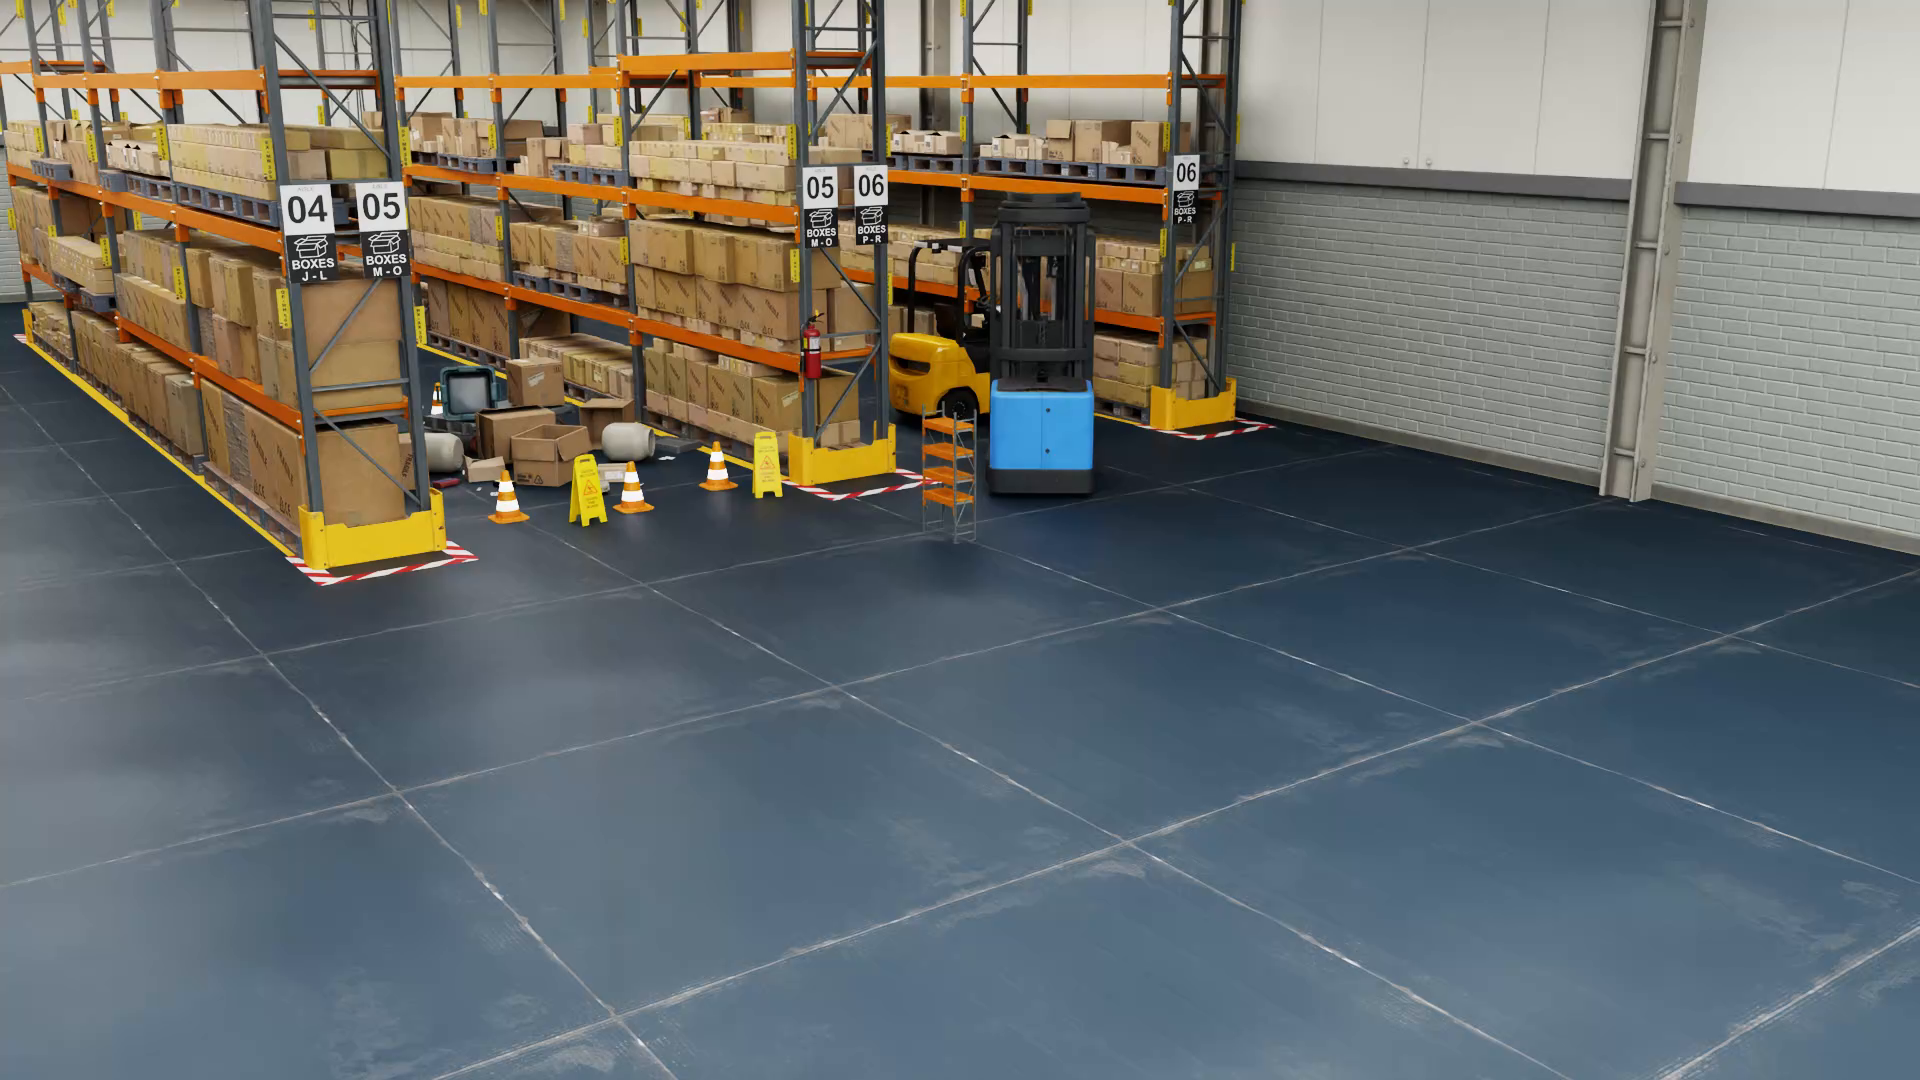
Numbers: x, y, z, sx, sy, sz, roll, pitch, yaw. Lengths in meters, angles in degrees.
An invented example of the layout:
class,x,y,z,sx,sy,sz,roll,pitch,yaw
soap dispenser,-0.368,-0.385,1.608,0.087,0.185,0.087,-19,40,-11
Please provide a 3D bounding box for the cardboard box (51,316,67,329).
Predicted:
class,x,y,z,sx,sy,sz,roll,pitch,yaw
cardboard box,-13.264,-3.242,24.718,0.380,0.149,0.250,-12,19,-37

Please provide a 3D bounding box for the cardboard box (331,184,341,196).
class,x,y,z,sx,sy,sz,roll,pitch,yaw
cardboard box,-5.224,-3.072,14.427,0.380,0.149,0.250,-11,19,-34

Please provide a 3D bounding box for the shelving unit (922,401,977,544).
class,x,y,z,sx,sy,sz,roll,pitch,yaw
shelving unit,-0.097,-0.614,15.047,0.258,1.200,0.503,-11,19,-35

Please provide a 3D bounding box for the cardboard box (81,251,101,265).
class,x,y,z,sx,sy,sz,roll,pitch,yaw
cardboard box,-10.794,-3.538,20.875,0.380,0.149,0.250,-10,18,-33

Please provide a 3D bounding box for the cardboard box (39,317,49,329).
class,x,y,z,sx,sy,sz,roll,pitch,yaw
cardboard box,-14.044,-3.377,25.773,0.380,0.149,0.250,-10,18,-33

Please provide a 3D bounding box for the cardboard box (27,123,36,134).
class,x,y,z,sx,sy,sz,roll,pitch,yaw
cardboard box,-13.211,-5.934,23.976,0.380,0.149,0.250,-12,19,-37

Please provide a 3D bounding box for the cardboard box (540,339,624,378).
class,x,y,z,sx,sy,sz,roll,pitch,yaw
cardboard box,-5.126,-2.473,22.612,0.950,0.372,0.625,-11,19,-36

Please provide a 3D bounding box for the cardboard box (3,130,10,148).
class,x,y,z,sx,sy,sz,roll,pitch,yaw
cardboard box,-14.485,-6.214,25.754,0.500,0.250,0.500,-11,18,-34

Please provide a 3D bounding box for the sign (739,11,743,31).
class,x,y,z,sx,sy,sz,roll,pitch,yaw
sign,-3.784,-8.950,28.660,0.100,0.325,0.005,-11,19,-35

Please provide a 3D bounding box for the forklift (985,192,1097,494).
class,x,y,z,sx,sy,sz,roll,pitch,yaw
forklift,0.863,-2.207,17.588,1.130,2.935,3.031,1,15,2

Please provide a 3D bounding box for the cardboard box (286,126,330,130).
class,x,y,z,sx,sy,sz,roll,pitch,yaw
cardboard box,-5.967,-3.726,15.307,0.380,0.149,0.250,-11,19,-34

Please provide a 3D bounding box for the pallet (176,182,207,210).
class,x,y,z,sx,sy,sz,roll,pitch,yaw
pallet,-7.010,-3.400,16.303,1.003,0.211,1.213,-11,19,-35

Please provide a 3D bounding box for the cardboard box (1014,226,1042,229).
class,x,y,z,sx,sy,sz,roll,pitch,yaw
cardboard box,0.907,-4.217,22.820,0.380,0.149,0.250,-11,19,-34

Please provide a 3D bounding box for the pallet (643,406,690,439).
class,x,y,z,sx,sy,sz,roll,pitch,yaw
pallet,-3.115,-1.480,20.082,1.003,0.211,1.213,-11,19,-35

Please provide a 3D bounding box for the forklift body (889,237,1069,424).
class,x,y,z,sx,sy,sz,roll,pitch,yaw
forklift body,0.236,-2.592,20.472,2.313,2.155,1.214,-11,19,-35

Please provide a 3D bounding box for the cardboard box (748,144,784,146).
class,x,y,z,sx,sy,sz,roll,pitch,yaw
cardboard box,-2.100,-4.256,18.227,0.380,0.149,0.250,-10,18,-33

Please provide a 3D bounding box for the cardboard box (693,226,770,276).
class,x,y,z,sx,sy,sz,roll,pitch,yaw
cardboard box,-2.519,-3.188,18.394,0.700,0.500,0.500,-11,19,-35

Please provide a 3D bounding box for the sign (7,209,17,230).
class,x,y,z,sx,sy,sz,roll,pitch,yaw
sign,-14.977,-5.068,26.272,0.100,0.325,0.005,-11,19,-35

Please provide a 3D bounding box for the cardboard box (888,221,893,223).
class,x,y,z,sx,sy,sz,roll,pitch,yaw
cardboard box,-1.175,-4.808,25.541,0.380,0.149,0.250,-11,19,-35

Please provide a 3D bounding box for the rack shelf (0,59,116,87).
class,x,y,z,sx,sy,sz,roll,pitch,yaw
rack shelf,-13.363,-6.853,24.437,1.077,0.370,4.000,-11,19,-35

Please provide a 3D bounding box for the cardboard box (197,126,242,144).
class,x,y,z,sx,sy,sz,roll,pitch,yaw
cardboard box,-6.794,-3.731,15.326,0.380,0.149,0.250,-11,19,-35

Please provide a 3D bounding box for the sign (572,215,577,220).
class,x,y,z,sx,sy,sz,roll,pitch,yaw
sign,-5.457,-4.423,23.511,0.100,0.325,0.005,-11,19,-35

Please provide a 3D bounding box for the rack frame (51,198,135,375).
class,x,y,z,sx,sy,sz,roll,pitch,yaw
rack frame,-12.187,-3.881,23.573,1.000,3.000,0.127,-11,19,-35

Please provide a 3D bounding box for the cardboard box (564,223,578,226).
class,x,y,z,sx,sy,sz,roll,pitch,yaw
cardboard box,-5.085,-4.048,22.636,0.500,0.500,0.500,-11,19,-35

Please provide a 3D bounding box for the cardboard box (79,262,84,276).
class,x,y,z,sx,sy,sz,roll,pitch,yaw
cardboard box,-10.955,-3.452,21.125,0.380,0.149,0.250,-11,19,-34

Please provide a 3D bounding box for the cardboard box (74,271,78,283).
class,x,y,z,sx,sy,sz,roll,pitch,yaw
cardboard box,-11.247,-3.417,21.558,0.380,0.149,0.250,-10,18,-33

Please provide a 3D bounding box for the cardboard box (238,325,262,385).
class,x,y,z,sx,sy,sz,roll,pitch,yaw
cardboard box,-6.300,-1.823,15.770,0.875,0.550,0.500,-11,19,-35

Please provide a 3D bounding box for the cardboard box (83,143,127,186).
class,x,y,z,sx,sy,sz,roll,pitch,yaw
cardboard box,-10.376,-4.604,20.345,0.500,0.500,0.500,-11,19,-35

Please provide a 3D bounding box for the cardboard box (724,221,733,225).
class,x,y,z,sx,sy,sz,roll,pitch,yaw
cardboard box,-3.723,-5.223,27.938,0.396,0.266,0.258,-10,18,-32

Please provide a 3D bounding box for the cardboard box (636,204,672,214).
class,x,y,z,sx,sy,sz,roll,pitch,yaw
cardboard box,-5.650,-6.270,30.602,0.500,0.500,0.500,-10,18,-33

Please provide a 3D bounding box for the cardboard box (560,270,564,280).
class,x,y,z,sx,sy,sz,roll,pitch,yaw
cardboard box,-5.039,-3.513,21.910,0.380,0.149,0.250,-10,18,-32

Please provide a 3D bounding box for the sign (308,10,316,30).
class,x,y,z,sx,sy,sz,roll,pitch,yaw
sign,-11.047,-8.861,28.334,0.100,0.325,0.005,-11,19,-35

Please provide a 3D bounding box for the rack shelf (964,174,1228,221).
class,x,y,z,sx,sy,sz,roll,pitch,yaw
rack shelf,1.650,-4.406,21.174,1.077,0.370,4.000,-11,19,-35

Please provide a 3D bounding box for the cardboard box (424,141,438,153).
class,x,y,z,sx,sy,sz,roll,pitch,yaw
cardboard box,-7.781,-5.883,24.853,0.380,0.166,0.250,-12,20,-38

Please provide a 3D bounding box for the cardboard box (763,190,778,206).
class,x,y,z,sx,sy,sz,roll,pitch,yaw
cardboard box,-1.795,-3.515,17.029,0.380,0.149,0.250,-11,19,-34

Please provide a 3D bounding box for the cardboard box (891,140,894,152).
class,x,y,z,sx,sy,sz,roll,pitch,yaw
cardboard box,-0.871,-5.662,23.892,0.380,0.149,0.250,-11,19,-35

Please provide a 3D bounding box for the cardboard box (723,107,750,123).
class,x,y,z,sx,sy,sz,roll,pitch,yaw
cardboard box,-3.812,-7.256,28.364,0.396,0.266,0.258,-11,19,-35

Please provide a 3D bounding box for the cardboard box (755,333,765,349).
class,x,y,z,sx,sy,sz,roll,pitch,yaw
cardboard box,-1.952,-2.129,17.647,0.380,0.149,0.250,-11,19,-35

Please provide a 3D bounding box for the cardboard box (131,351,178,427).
class,x,y,z,sx,sy,sz,roll,pitch,yaw
cardboard box,-9.033,-1.814,19.488,1.050,0.750,0.750,-11,19,-34

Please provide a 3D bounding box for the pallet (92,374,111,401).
class,x,y,z,sx,sy,sz,roll,pitch,yaw
pallet,-11.006,-2.109,22.382,1.003,0.211,1.213,-11,19,-35

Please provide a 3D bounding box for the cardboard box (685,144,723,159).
class,x,y,z,sx,sy,sz,roll,pitch,yaw
cardboard box,-2.807,-4.285,18.334,0.380,0.149,0.250,-11,19,-35

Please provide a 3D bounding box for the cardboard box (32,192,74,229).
class,x,y,z,sx,sy,sz,roll,pitch,yaw
cardboard box,-13.280,-4.834,24.410,0.500,0.500,0.500,-10,18,-33

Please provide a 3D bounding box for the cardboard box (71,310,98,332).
class,x,y,z,sx,sy,sz,roll,pitch,yaw
cardboard box,-11.966,-3.041,23.022,0.500,0.250,0.500,-12,19,-37

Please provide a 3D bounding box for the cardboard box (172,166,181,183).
class,x,y,z,sx,sy,sz,roll,pitch,yaw
cardboard box,-7.544,-3.618,16.423,0.380,0.149,0.250,-11,19,-35

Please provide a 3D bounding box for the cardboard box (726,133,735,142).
class,x,y,z,sx,sy,sz,roll,pitch,yaw
cardboard box,-3.631,-6.619,27.388,0.380,0.149,0.250,-10,18,-33

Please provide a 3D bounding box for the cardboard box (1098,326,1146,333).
class,x,y,z,sx,sy,sz,roll,pitch,yaw
cardboard box,2.115,-2.585,21.357,0.500,0.250,0.500,-11,19,-35

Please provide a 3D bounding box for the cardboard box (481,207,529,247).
class,x,y,z,sx,sy,sz,roll,pitch,yaw
cardboard box,-6.406,-4.417,23.448,0.500,0.500,0.500,-11,19,-36

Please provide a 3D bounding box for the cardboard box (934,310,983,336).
class,x,y,z,sx,sy,sz,roll,pitch,yaw
cardboard box,0.159,-2.901,23.694,0.875,0.625,0.625,-10,18,-32

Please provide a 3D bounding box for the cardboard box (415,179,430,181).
class,x,y,z,sx,sy,sz,roll,pitch,yaw
cardboard box,-9.098,-5.950,27.821,0.380,0.149,0.250,-11,19,-34

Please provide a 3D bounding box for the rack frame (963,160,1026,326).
class,x,y,z,sx,sy,sz,roll,pitch,yaw
rack frame,0.474,-3.734,23.036,1.000,3.000,0.127,-11,19,-35

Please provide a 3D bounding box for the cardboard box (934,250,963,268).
class,x,y,z,sx,sy,sz,roll,pitch,yaw
cardboard box,-0.021,-3.968,23.227,0.500,0.250,0.500,-11,19,-36

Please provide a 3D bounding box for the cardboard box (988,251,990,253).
class,x,y,z,sx,sy,sz,roll,pitch,yaw
cardboard box,0.603,-3.931,22.338,0.380,0.149,0.250,-10,18,-33

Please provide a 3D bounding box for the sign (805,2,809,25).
class,x,y,z,sx,sy,sz,roll,pitch,yaw
sign,-2.311,-7.884,24.915,0.100,0.325,0.005,-11,19,-35

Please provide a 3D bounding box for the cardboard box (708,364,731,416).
class,x,y,z,sx,sy,sz,roll,pitch,yaw
cardboard box,-2.469,-1.697,18.586,0.500,0.500,0.500,-11,19,-36

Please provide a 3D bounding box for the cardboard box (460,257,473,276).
class,x,y,z,sx,sy,sz,roll,pitch,yaw
cardboard box,-6.994,-4.029,24.397,0.500,0.250,0.500,-11,19,-35

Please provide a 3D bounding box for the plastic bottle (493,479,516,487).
class,x,y,z,sx,sy,sz,roll,pitch,yaw
plastic bottle,-4.704,-0.582,17.085,0.283,0.061,0.133,10,18,33
